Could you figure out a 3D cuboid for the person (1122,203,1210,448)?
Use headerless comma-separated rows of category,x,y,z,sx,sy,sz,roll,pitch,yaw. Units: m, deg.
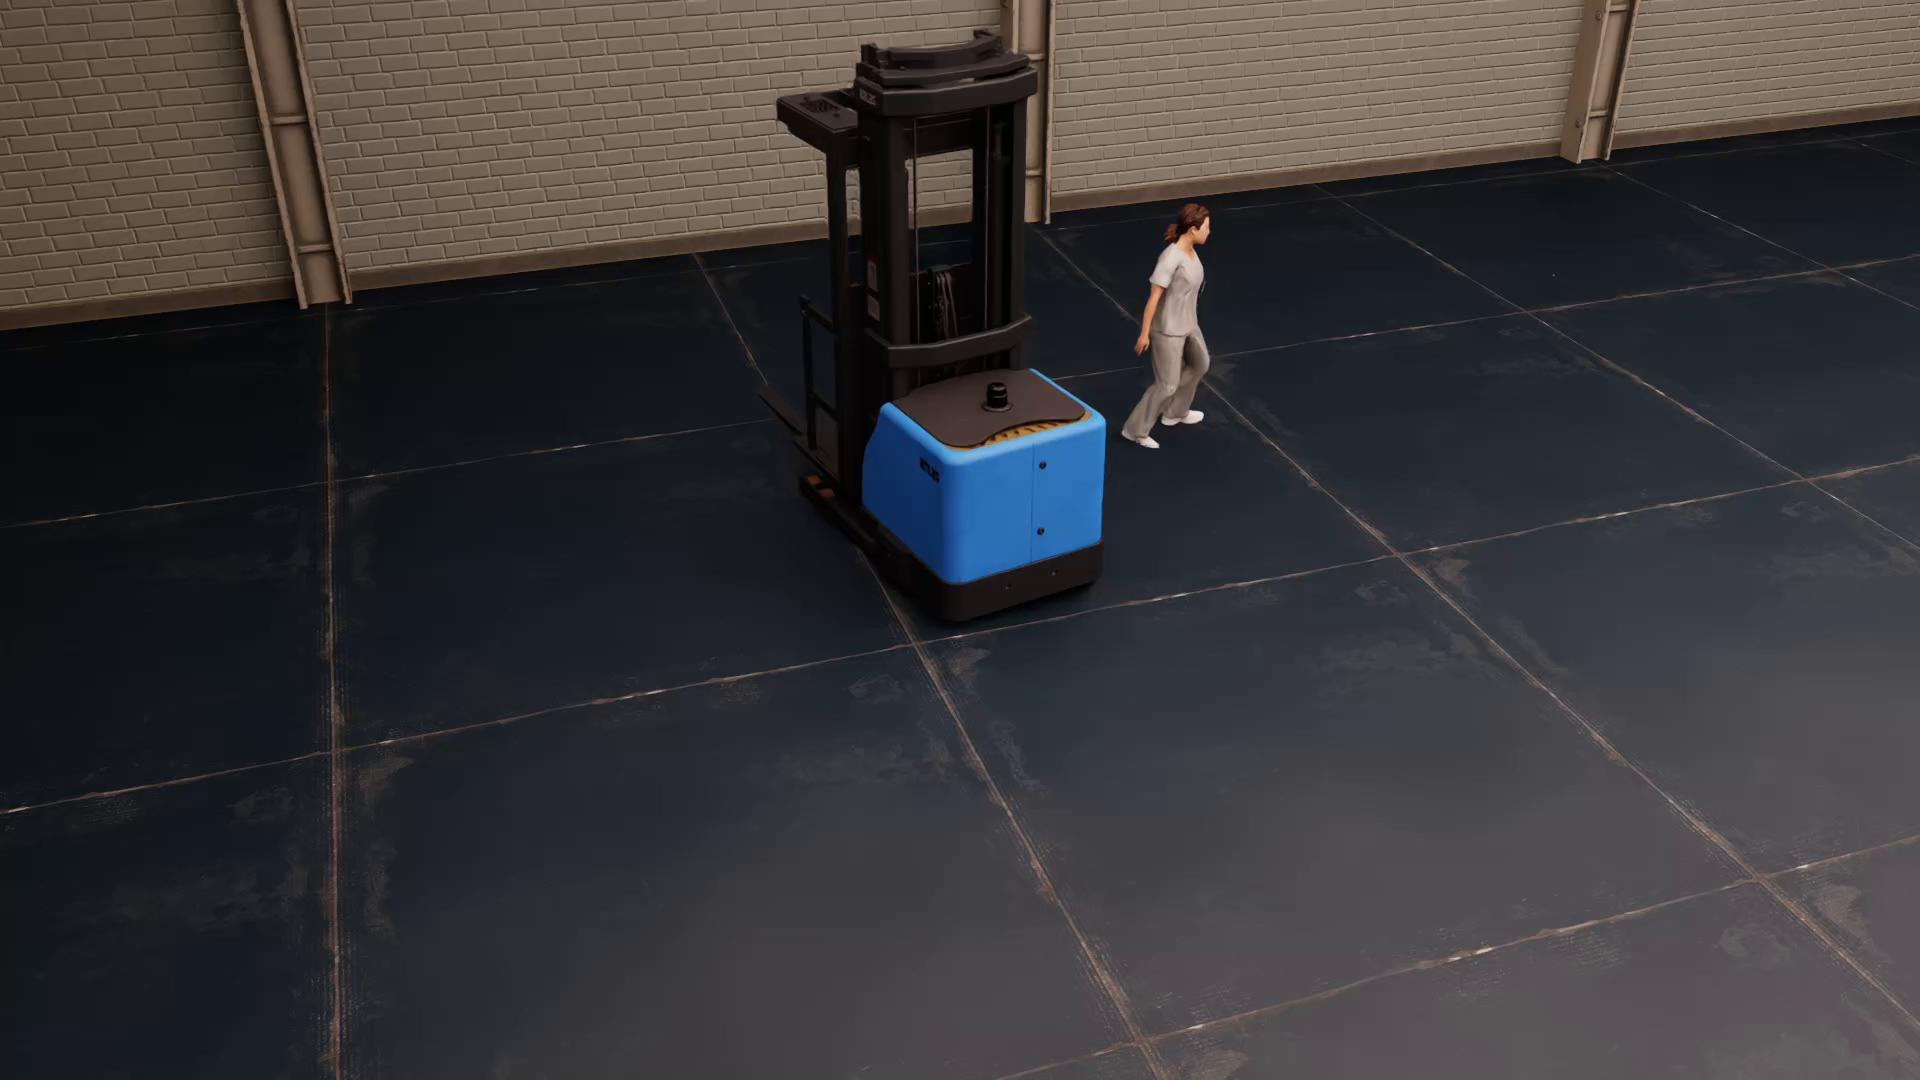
person,1.354,-1.390,10.860,0.444,1.647,0.782,16,34,26

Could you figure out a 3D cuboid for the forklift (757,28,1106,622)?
forklift,-0.351,-1.527,9.740,1.130,2.935,3.031,-16,33,-25
